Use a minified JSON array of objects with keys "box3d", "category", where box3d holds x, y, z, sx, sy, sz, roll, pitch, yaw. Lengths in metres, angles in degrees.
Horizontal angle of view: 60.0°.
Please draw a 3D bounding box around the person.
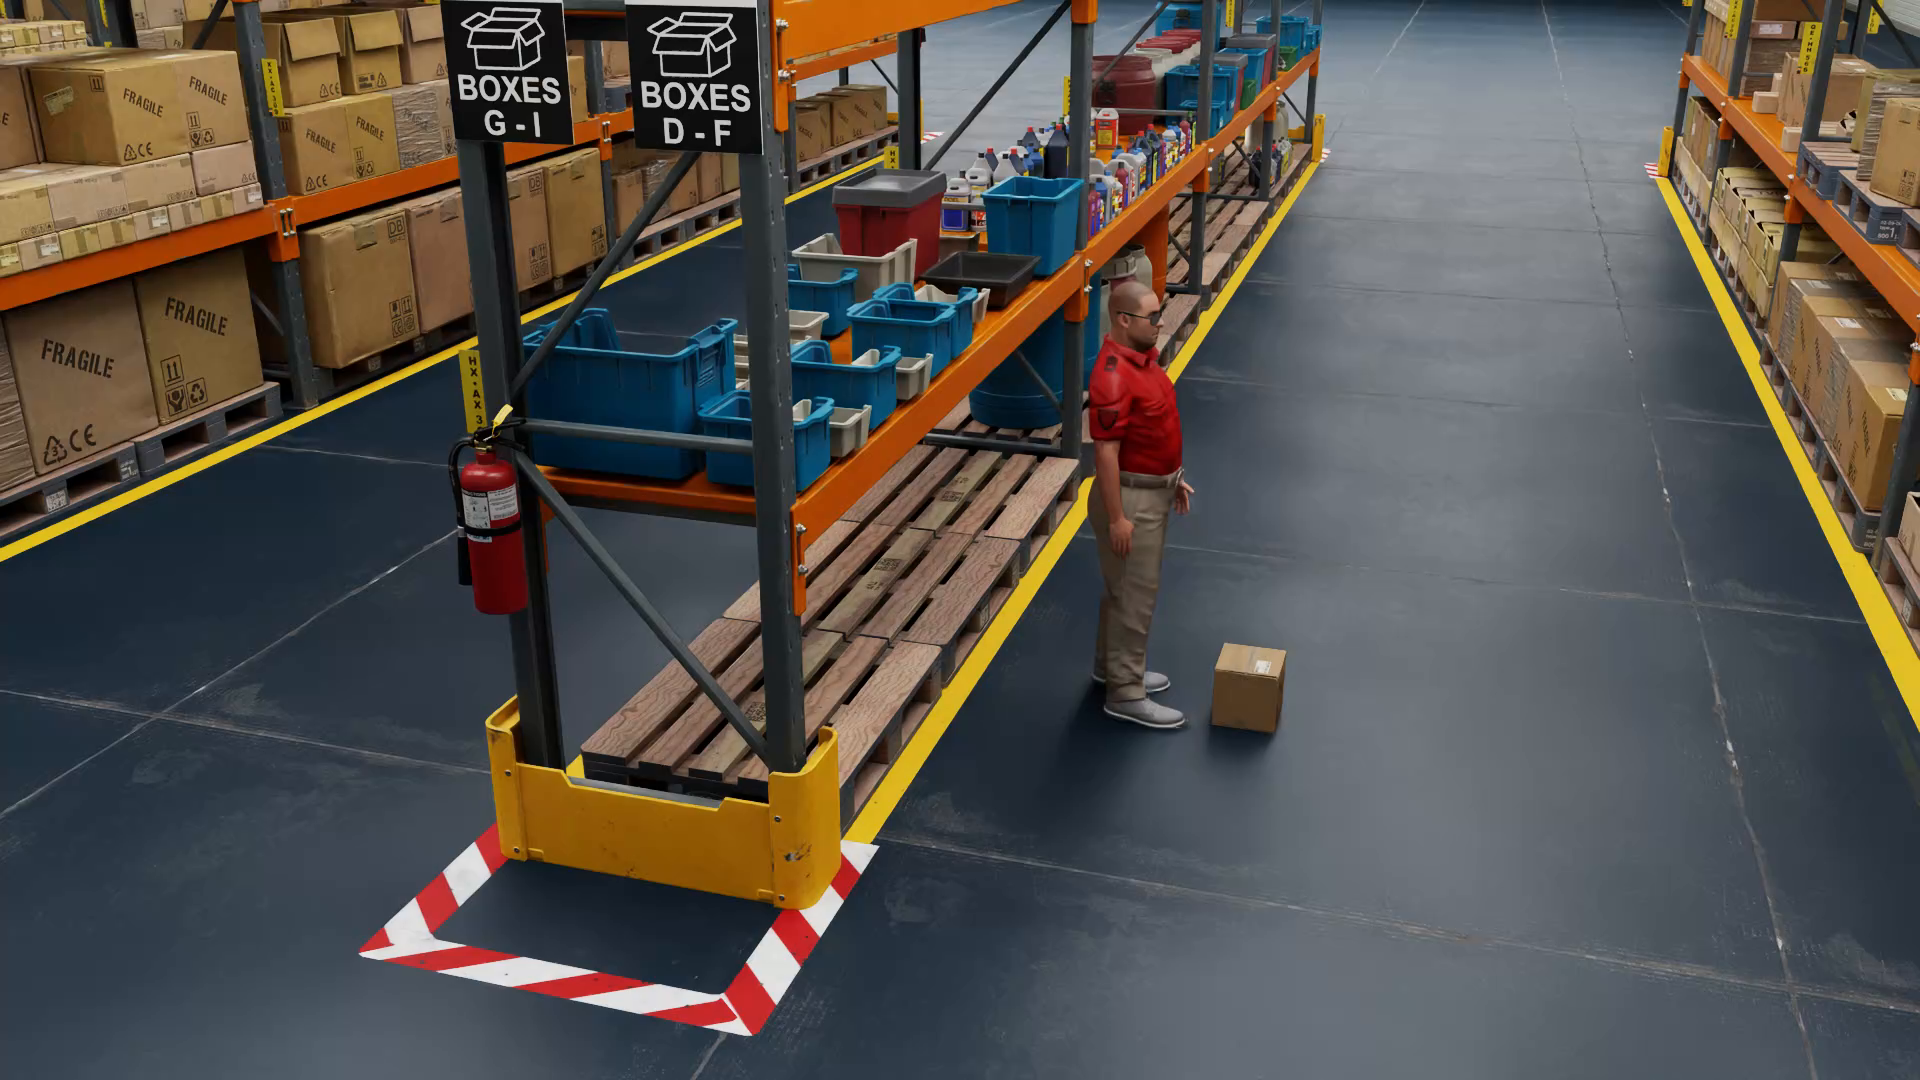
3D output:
[{"box3d":[0.728,-0.142,6.473,0.434,1.740,0.558,7,23,16],"category":"person"}]
